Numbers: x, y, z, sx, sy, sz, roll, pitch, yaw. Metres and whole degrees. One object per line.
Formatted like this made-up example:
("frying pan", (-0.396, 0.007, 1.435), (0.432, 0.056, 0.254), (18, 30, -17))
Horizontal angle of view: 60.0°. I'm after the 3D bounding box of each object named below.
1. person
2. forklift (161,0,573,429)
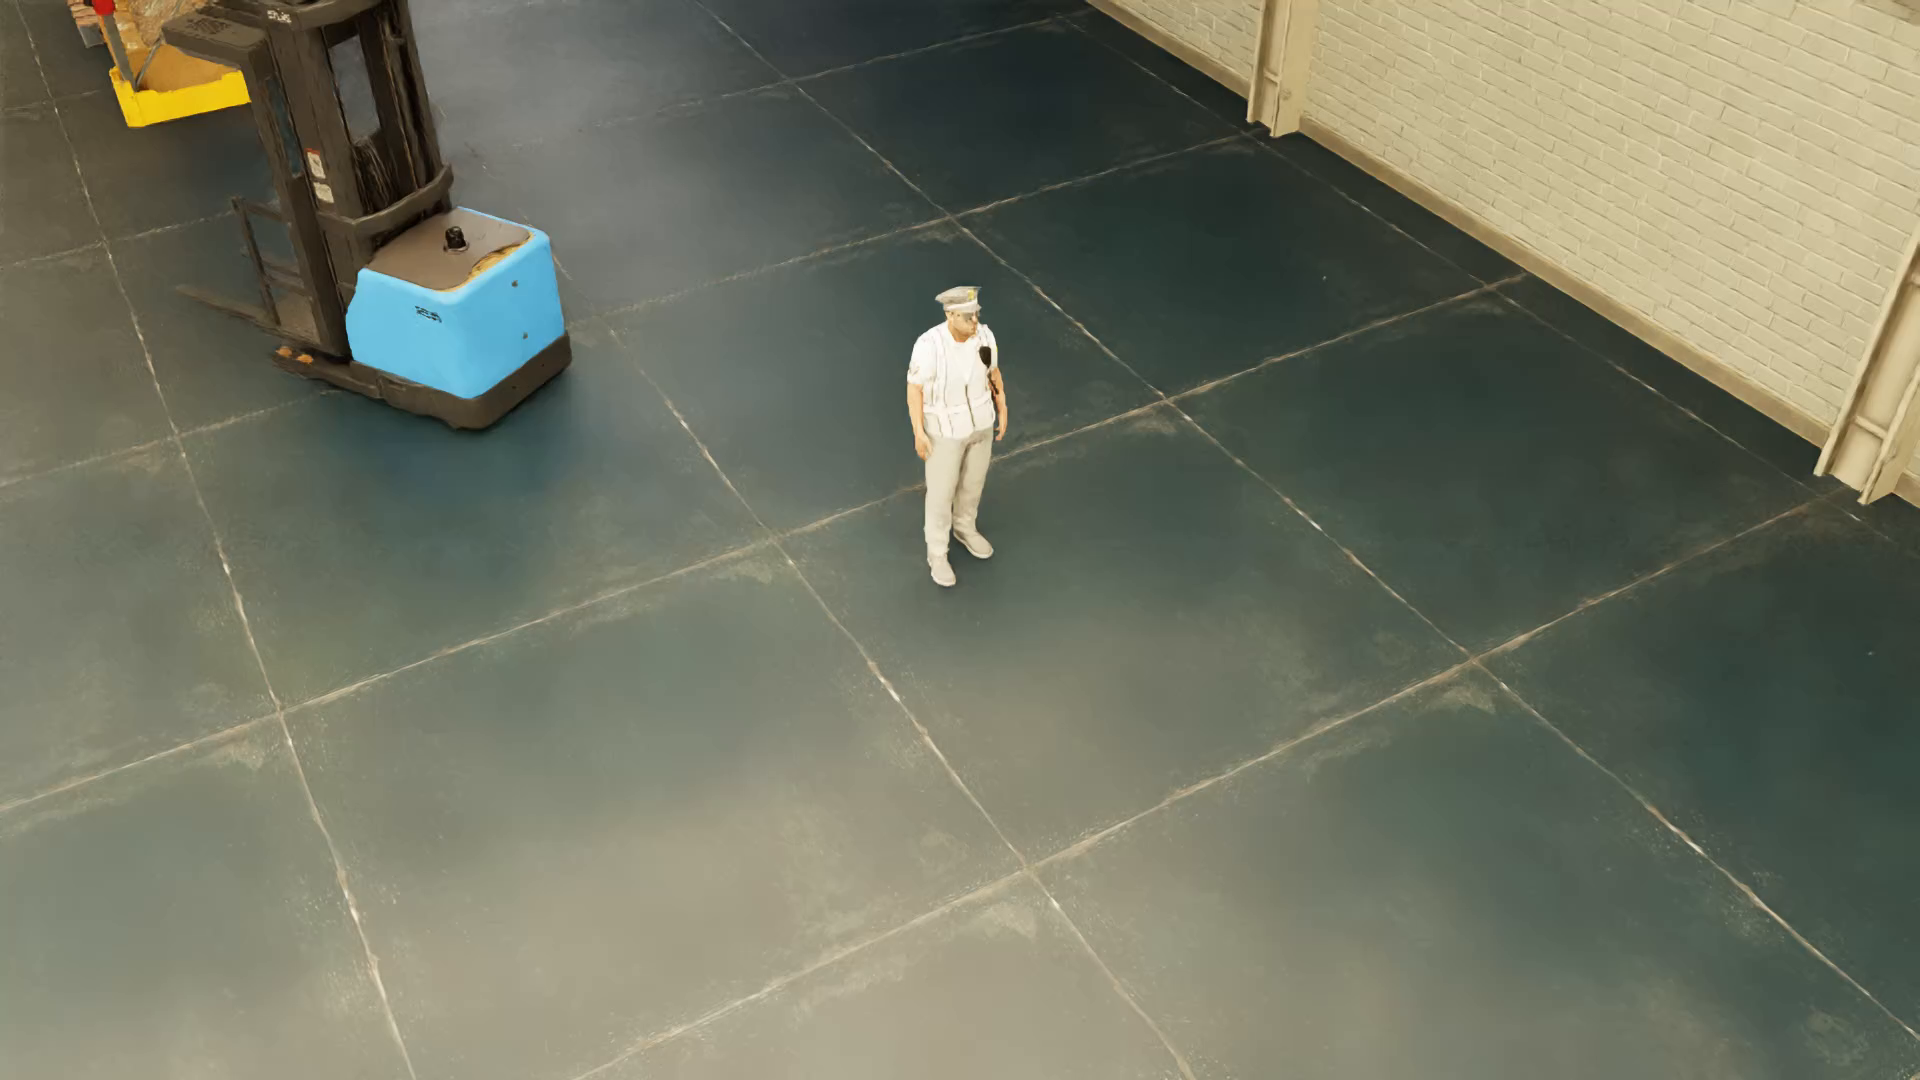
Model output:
("person", (0.029, -0.644, 9.702), (0.640, 1.778, 0.574), (-20, 44, -23))
("forklift", (-4.286, -2.541, 11.100), (3.031, 2.935, 1.130), (19, 43, 21))
